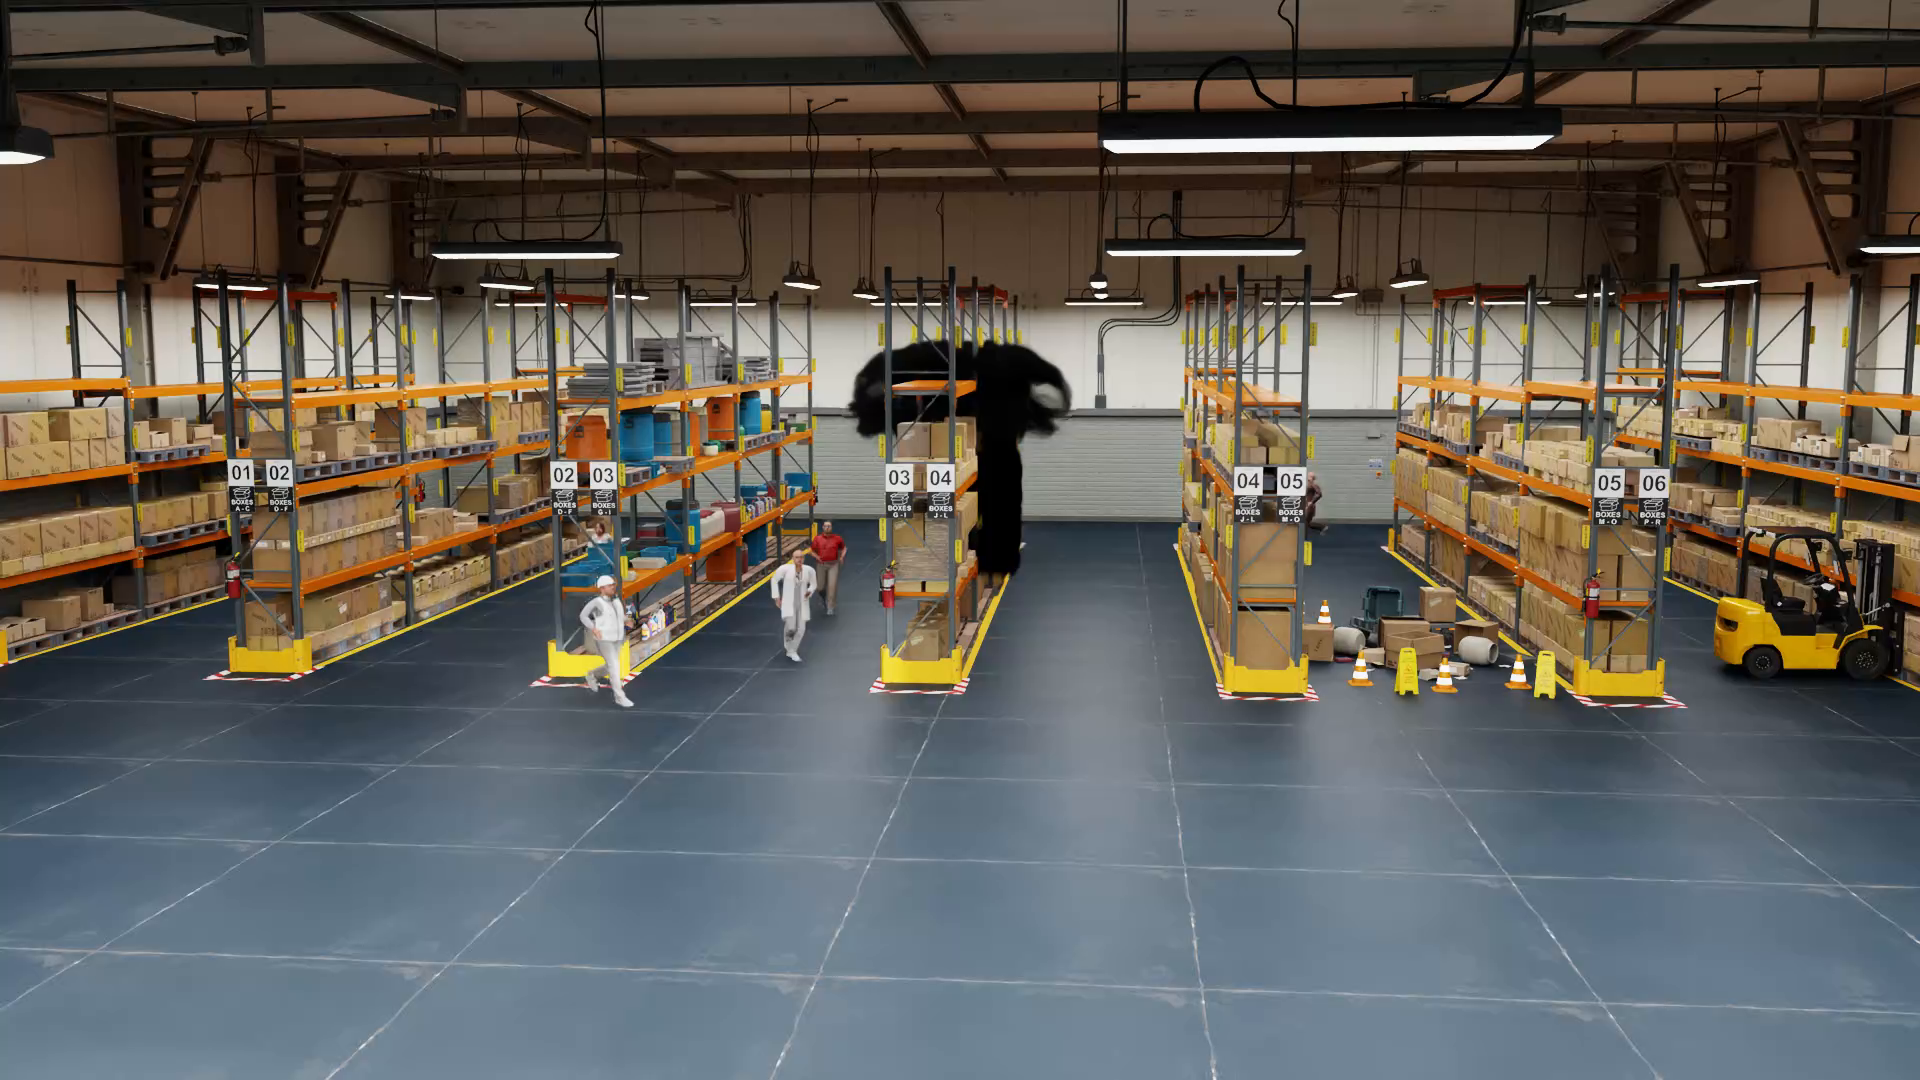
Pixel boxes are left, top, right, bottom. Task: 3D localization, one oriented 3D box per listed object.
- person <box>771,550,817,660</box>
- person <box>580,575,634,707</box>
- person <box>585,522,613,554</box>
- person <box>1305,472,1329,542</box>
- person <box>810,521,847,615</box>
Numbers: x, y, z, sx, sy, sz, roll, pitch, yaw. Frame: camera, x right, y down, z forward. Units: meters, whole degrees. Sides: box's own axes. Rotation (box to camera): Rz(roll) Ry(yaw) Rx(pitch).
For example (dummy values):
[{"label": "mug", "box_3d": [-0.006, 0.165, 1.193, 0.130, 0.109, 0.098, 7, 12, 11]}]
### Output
[{"label": "person", "box_3d": [-2.554, 1.015, 25.864, 0.702, 1.731, 0.672, -2, 7, -17]}, {"label": "person", "box_3d": [-4.845, 1.365, 22.816, 0.931, 1.778, 0.663, 4, 8, 30]}, {"label": "person", "box_3d": [-6.622, 0.468, 30.683, 0.530, 1.623, 0.825, 0, 7, 3]}, {"label": "person", "box_3d": [8.547, -0.774, 40.468, 0.922, 1.766, 0.716, 0, 7, 2]}, {"label": "person", "box_3d": [-2.396, 0.490, 30.286, 0.674, 1.682, 0.782, 0, 7, -3]}]
